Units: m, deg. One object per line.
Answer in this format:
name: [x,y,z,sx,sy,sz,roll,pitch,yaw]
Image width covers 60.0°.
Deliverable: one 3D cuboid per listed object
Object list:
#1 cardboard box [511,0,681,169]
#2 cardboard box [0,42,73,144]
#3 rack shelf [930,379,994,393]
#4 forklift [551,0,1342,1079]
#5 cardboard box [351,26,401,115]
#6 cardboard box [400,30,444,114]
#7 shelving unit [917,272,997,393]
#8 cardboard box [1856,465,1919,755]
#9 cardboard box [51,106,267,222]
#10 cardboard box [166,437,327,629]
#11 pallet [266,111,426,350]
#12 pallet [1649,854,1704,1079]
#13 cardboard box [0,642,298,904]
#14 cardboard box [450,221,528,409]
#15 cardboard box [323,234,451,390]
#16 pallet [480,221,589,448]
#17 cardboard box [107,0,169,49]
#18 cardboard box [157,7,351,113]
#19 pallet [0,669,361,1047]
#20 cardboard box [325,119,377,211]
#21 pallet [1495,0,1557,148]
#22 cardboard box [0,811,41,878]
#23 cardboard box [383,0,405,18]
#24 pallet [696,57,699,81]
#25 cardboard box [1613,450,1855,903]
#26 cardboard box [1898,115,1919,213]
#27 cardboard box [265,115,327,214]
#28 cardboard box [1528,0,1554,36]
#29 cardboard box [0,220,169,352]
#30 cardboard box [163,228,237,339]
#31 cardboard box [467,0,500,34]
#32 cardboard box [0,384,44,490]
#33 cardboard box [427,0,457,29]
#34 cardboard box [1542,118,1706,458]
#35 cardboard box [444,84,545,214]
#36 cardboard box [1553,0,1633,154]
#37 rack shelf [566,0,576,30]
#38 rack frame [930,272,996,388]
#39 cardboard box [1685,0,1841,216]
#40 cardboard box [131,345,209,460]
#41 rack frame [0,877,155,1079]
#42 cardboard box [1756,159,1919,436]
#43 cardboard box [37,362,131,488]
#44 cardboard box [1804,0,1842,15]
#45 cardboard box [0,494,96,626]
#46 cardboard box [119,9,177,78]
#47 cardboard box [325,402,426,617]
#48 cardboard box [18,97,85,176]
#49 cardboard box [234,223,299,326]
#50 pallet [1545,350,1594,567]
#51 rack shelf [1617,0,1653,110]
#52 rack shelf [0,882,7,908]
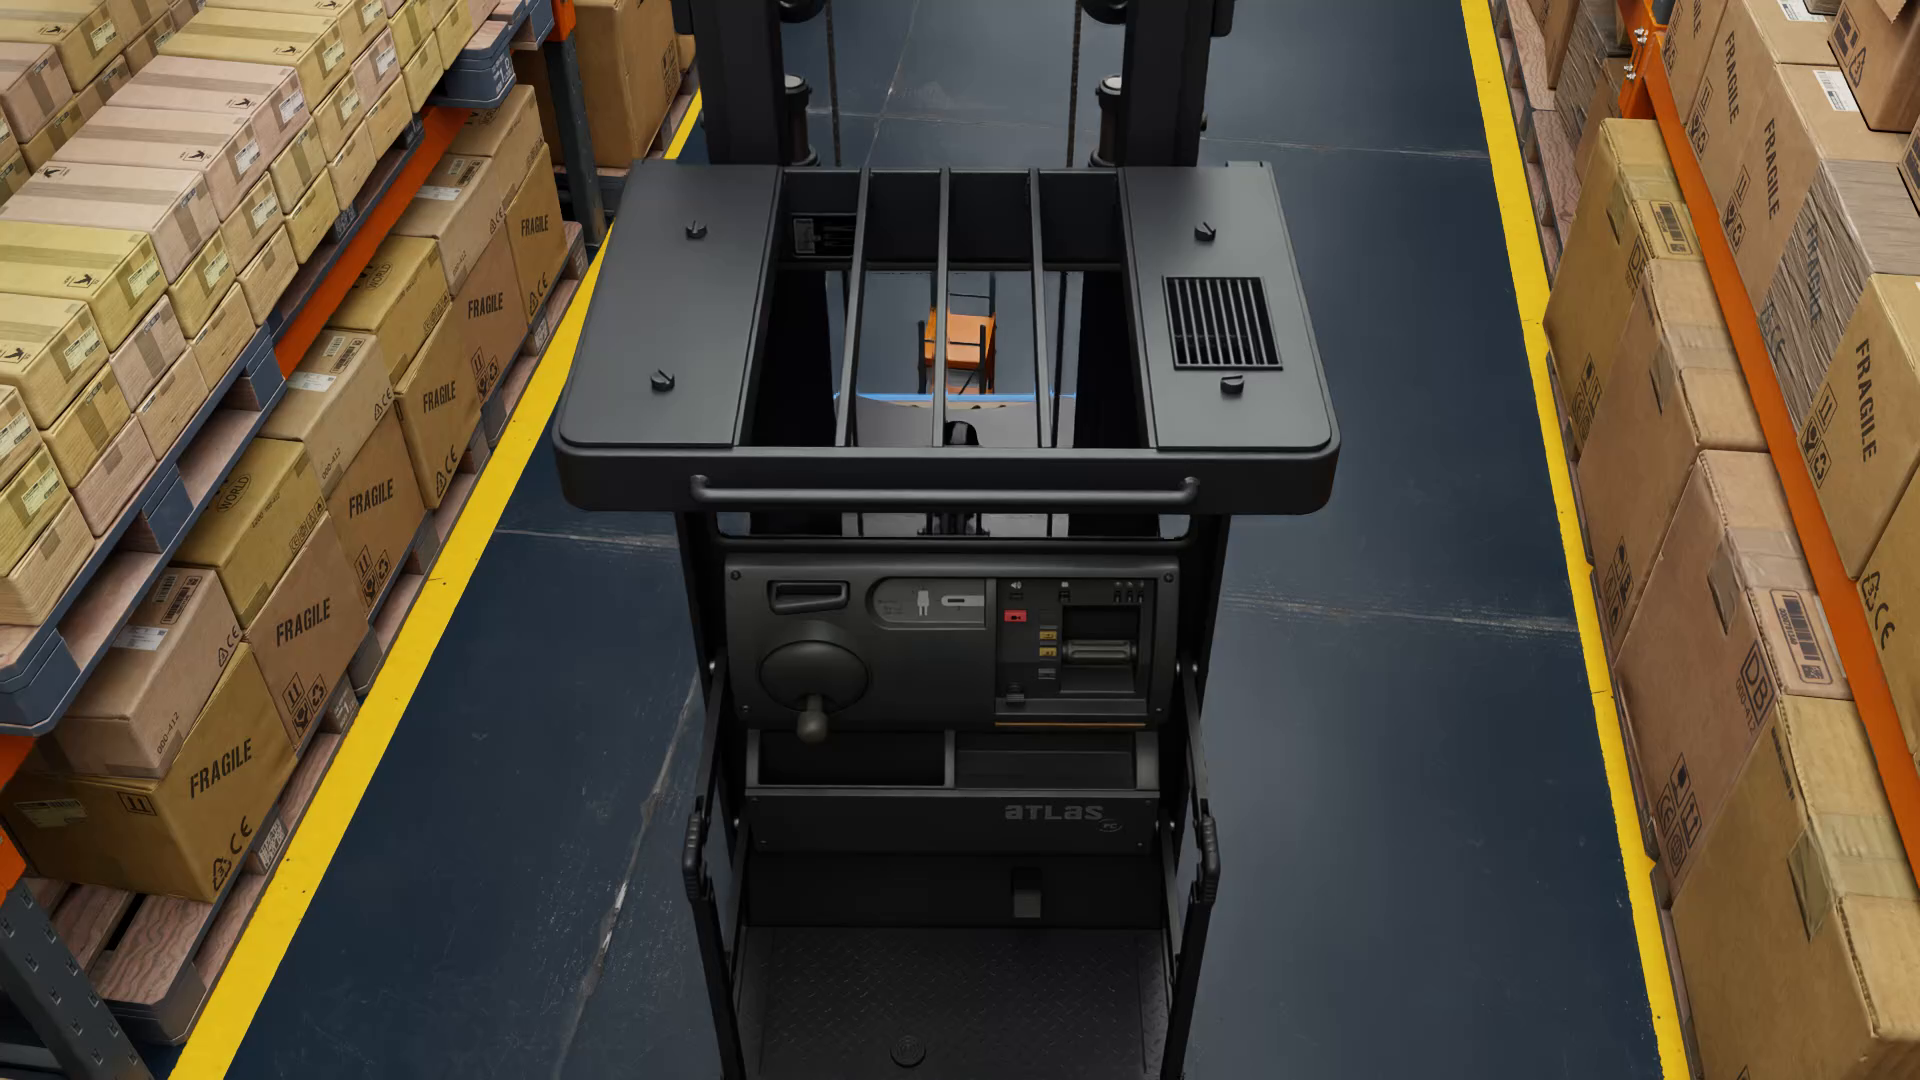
cardboard box: [-1.846,-2.152,7.172,1.050,0.750,0.750,5,44,5]
cardboard box: [-2.511,-1.140,4.217,0.380,0.149,0.250,3,44,4]
rack shelf: [-0.007,-0.337,5.358,0.215,0.259,0.240,5,44,6]
forklift: [-0.016,0.314,3.287,1.130,2.935,3.031,0,43,0]
cardboard box: [-1.798,-1.322,4.625,0.380,0.149,0.250,6,44,7]
cardboard box: [-1.764,-1.395,4.919,0.380,0.149,0.250,3,44,4]
shelving unit: [-0.007,-0.345,5.351,0.215,1.050,0.252,5,44,6]
cardboard box: [2.222,0.120,3.369,0.500,0.500,0.500,7,44,7]
cardboard box: [-1.900,-0.897,3.960,0.380,0.149,0.250,5,44,5]
cardboard box: [-2.117,-0.043,4.581,0.500,0.250,0.500,6,44,7]
pallet: [-2.236,-0.987,4.750,1.003,0.211,1.213,5,44,6]
pallet: [2.386,1.316,4.207,1.003,0.211,1.213,5,44,6]
cardboard box: [-2.184,0.592,4.456,0.500,0.500,0.500,7,44,7]
cardboard box: [-1.916,-0.829,5.956,0.500,0.500,0.500,7,44,7]
cardboard box: [-1.985,-0.747,5.324,0.500,0.250,0.500,6,44,6]
pallet: [-2.120,-0.865,6.510,1.003,0.211,1.213,5,44,6]
cardboard box: [-2.441,-1.494,4.590,0.380,0.149,0.250,6,44,7]
cardboard box: [-1.834,-1.253,4.336,0.380,0.149,0.250,6,44,7]
pallet: [-2.443,0.798,4.753,1.003,0.211,1.213,5,44,6]
cardboard box: [-1.832,-1.033,4.537,0.380,0.149,0.250,3,44,4]
pallet: [3.156,-2.239,7.961,1.003,0.211,1.213,5,44,6]
cardboard box: [-2.696,0.544,4.506,0.500,0.500,0.500,4,44,5]
cardboard box: [-1.765,-1.616,4.719,0.380,0.149,0.250,5,44,6]
pallet: [-1.673,-2.757,8.508,1.003,0.211,1.213,5,44,6]
cardboard box: [2.541,0.408,4.377,1.225,0.875,0.875,4,44,4]
cardboard box: [2.604,-0.892,3.708,0.797,0.503,0.637,7,44,7]
cardboard box: [-1.868,-0.974,4.258,0.380,0.149,0.250,5,44,5]
cardboard box: [3.159,-2.747,7.967,0.700,0.500,0.500,2,43,2]
cardboard box: [-1.969,-0.553,3.596,0.380,0.149,0.250,6,44,6]
cardboard box: [-1.936,-0.610,3.873,0.380,0.149,0.250,4,44,4]
cardboard box: [-1.693,-1.749,5.292,0.380,0.149,0.250,6,44,6]
cardboard box: [-2.036,-0.188,3.211,0.380,0.149,0.250,7,44,8]
cardboard box: [-1.729,-1.669,4.992,0.380,0.149,0.250,5,44,6]
cardboard box: [2.776,-0.802,5.656,1.225,0.875,0.875,3,44,4]
cardboard box: [-1.846,-1.437,6.053,0.500,0.250,0.500,4,44,5]
cardboard box: [3.017,-1.980,7.157,0.700,0.500,0.500,2,43,2]
rack shelf: [-1.751,-3.511,7.800,1.077,0.370,4.000,5,44,6]
rack frame: [0.009,-0.428,5.438,0.200,1.050,0.008,5,44,6]
cardboard box: [2.488,-1.268,4.835,0.500,0.500,0.500,4,44,4]
cardboard box: [-1.968,-0.331,3.795,0.380,0.149,0.250,6,44,6]
rack frame: [-2.541,0.317,3.234,0.949,2.616,0.053,5,44,6]
cardboard box: [2.356,-0.578,4.106,0.500,0.500,0.500,5,44,6]
cardboard box: [-2.004,-0.256,3.500,0.380,0.149,0.250,4,44,5]
cardboard box: [2.775,-1.794,4.660,0.797,0.503,0.637,7,44,7]
cardboard box: [-2.036,0.028,3.416,0.380,0.149,0.250,3,44,3]
cardboard box: [-2.447,-1.390,4.697,0.380,0.149,0.250,5,44,5]
cardboard box: [-2.059,-0.127,5.215,0.500,0.500,0.500,6,44,6]
cardboard box: [-2.517,-1.041,4.328,0.380,0.149,0.250,5,44,6]
cardboard box: [-1.901,-0.675,4.159,0.380,0.149,0.250,3,44,4]
pallet: [2.709,-0.347,5.963,1.003,0.211,1.213,5,44,6]
rack shelf: [3.152,-2.992,7.251,1.077,0.370,4.000,5,44,6]
rack shelf: [-2.809,1.941,2.042,1.077,0.370,4.000,5,44,6]
